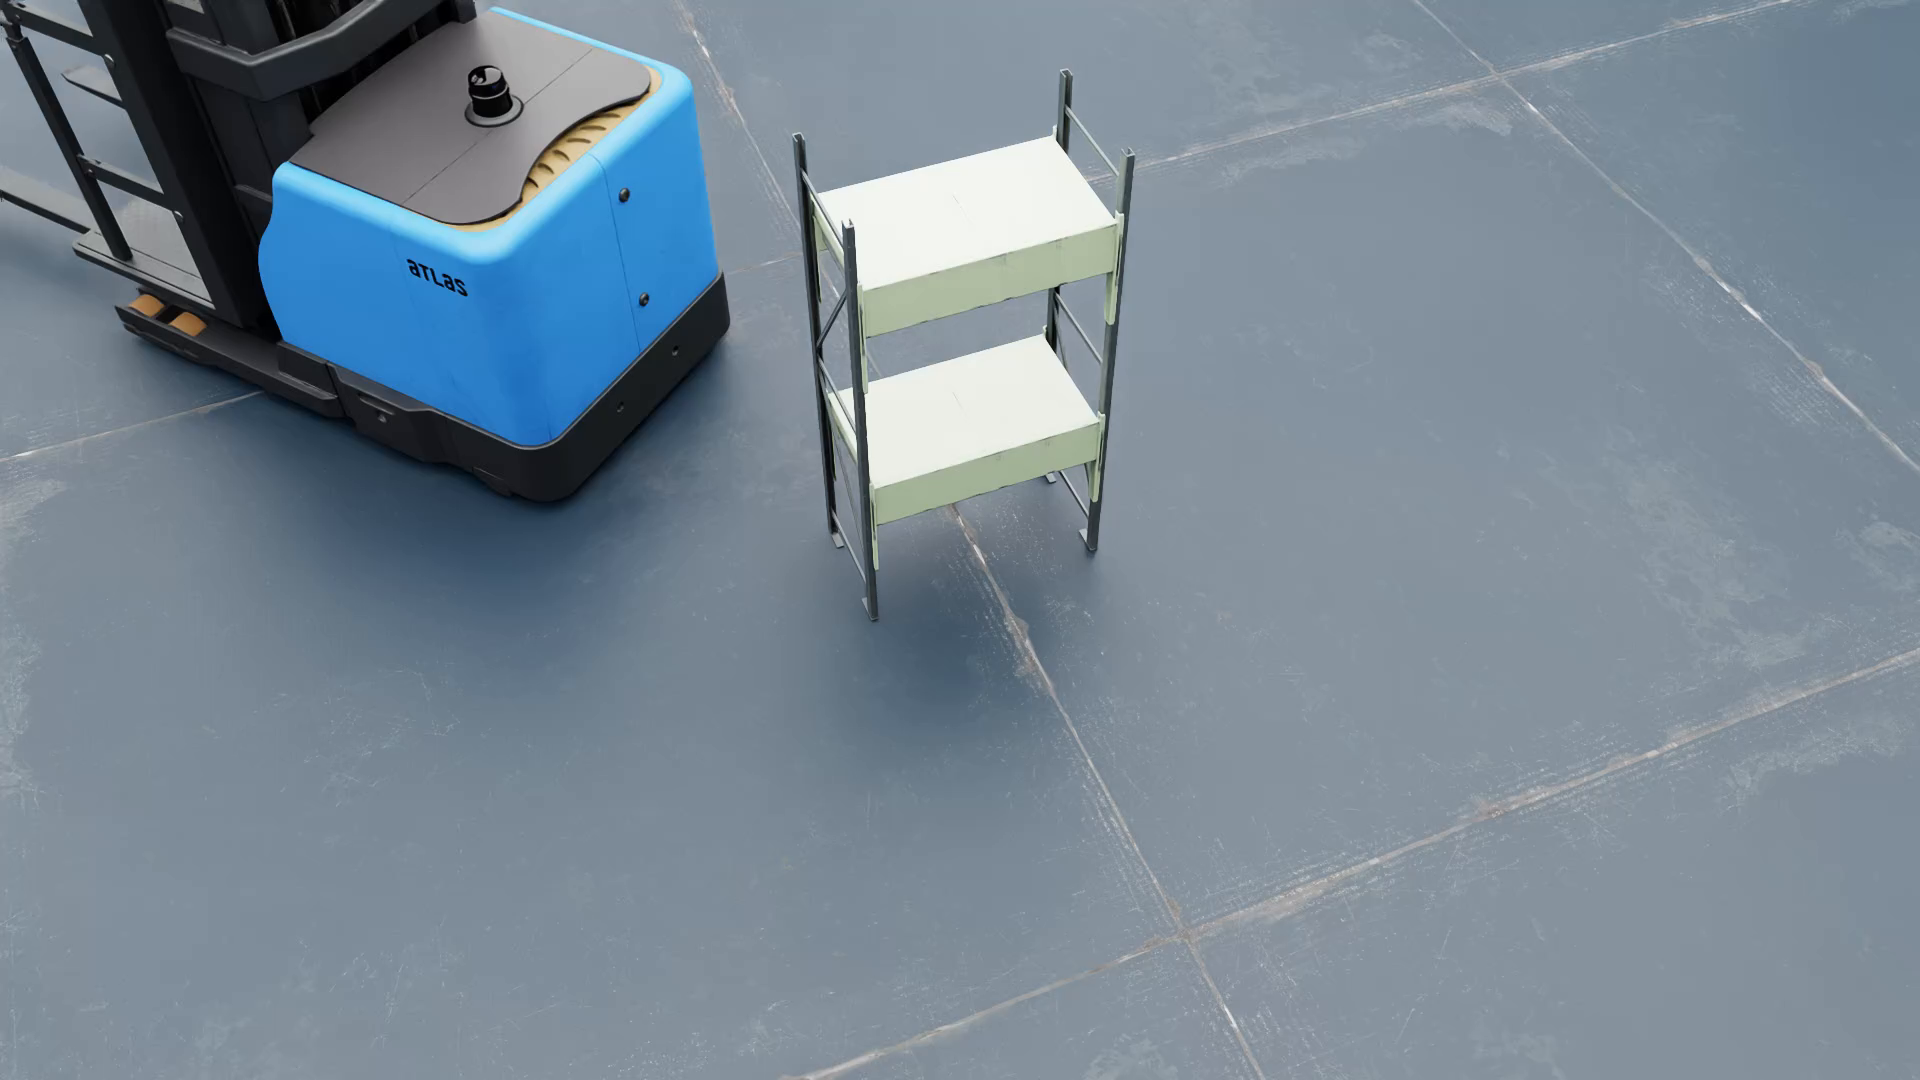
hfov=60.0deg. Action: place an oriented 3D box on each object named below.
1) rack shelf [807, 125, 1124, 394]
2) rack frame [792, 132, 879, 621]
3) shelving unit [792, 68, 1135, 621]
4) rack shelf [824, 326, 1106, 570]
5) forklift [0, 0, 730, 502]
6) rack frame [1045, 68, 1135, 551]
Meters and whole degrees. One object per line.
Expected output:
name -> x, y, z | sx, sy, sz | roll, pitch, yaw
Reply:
rack shelf -> 0.006, -0.745, 4.387 | 0.720, 0.370, 0.431 | -17, 52, -14
rack frame -> -0.333, -0.386, 4.593 | 0.023, 1.500, 0.400 | -17, 52, -14
shelving unit -> 0.006, -0.491, 4.683 | 0.755, 1.500, 0.431 | -17, 52, -14
rack shelf -> 0.006, -0.278, 4.930 | 0.720, 0.370, 0.431 | -17, 52, -14
forklift -> -2.342, -1.905, 4.954 | 3.031, 2.935, 1.130 | 23, 53, 18
rack frame -> 0.345, -0.596, 4.773 | 0.023, 1.500, 0.400 | -17, 52, -14
